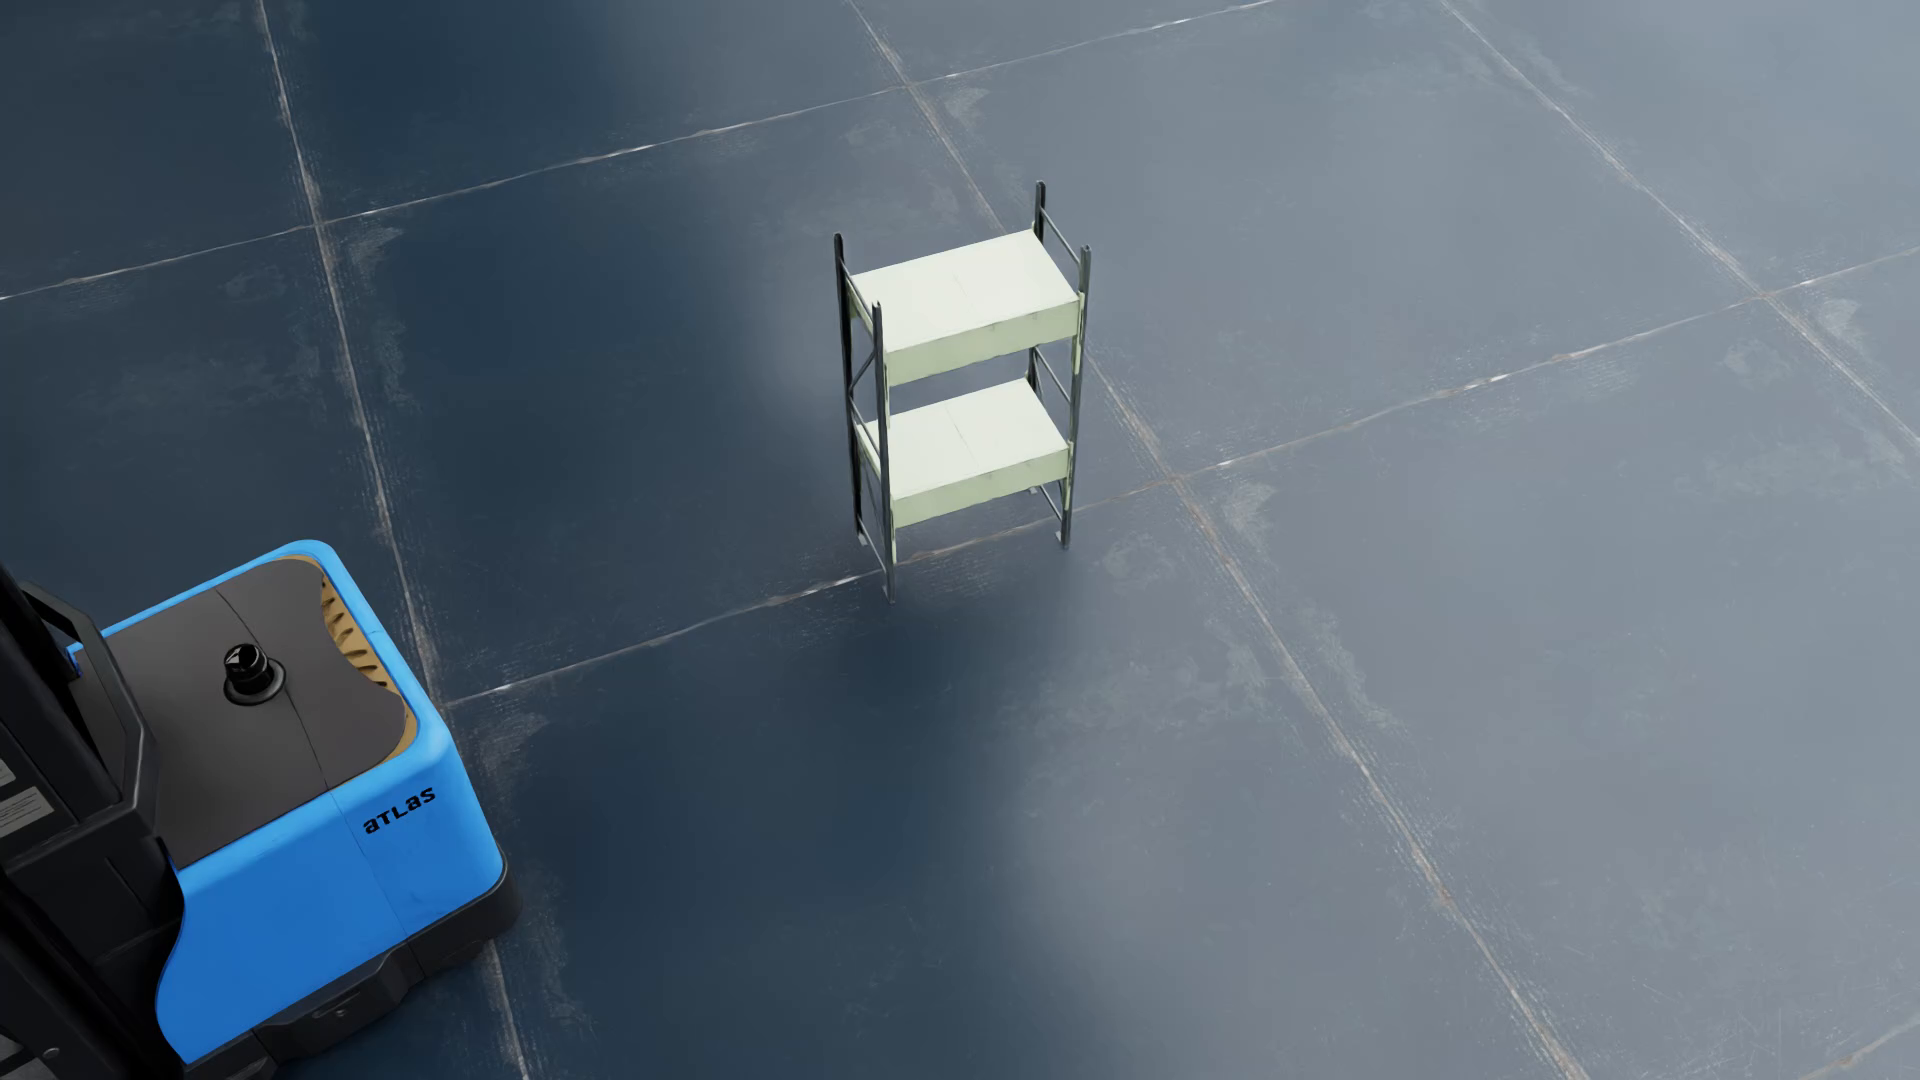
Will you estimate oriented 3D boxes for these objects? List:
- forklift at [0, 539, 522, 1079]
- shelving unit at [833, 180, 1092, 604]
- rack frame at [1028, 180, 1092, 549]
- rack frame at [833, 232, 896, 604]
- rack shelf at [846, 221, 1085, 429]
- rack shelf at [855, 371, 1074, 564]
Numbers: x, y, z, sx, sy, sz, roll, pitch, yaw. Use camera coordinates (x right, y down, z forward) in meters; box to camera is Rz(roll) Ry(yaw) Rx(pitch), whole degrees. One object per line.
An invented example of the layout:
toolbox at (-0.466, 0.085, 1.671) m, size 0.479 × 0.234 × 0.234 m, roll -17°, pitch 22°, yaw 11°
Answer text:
forklift at (-2.927, 0.674, 4.080) m, size 3.031 × 2.935 × 1.130 m, roll -29°, pitch 55°, yaw -23°
shelving unit at (0.006, -0.491, 6.023) m, size 0.755 × 1.500 × 0.431 m, roll -17°, pitch 52°, yaw -14°
rack frame at (0.345, -0.596, 6.114) m, size 0.023 × 1.500 × 0.400 m, roll -17°, pitch 52°, yaw -14°
rack frame at (-0.333, -0.386, 5.933) m, size 0.023 × 1.500 × 0.400 m, roll -17°, pitch 52°, yaw -14°
rack shelf at (0.006, -0.745, 5.727) m, size 0.720 × 0.370 × 0.431 m, roll -17°, pitch 52°, yaw -14°
rack shelf at (0.006, -0.278, 6.271) m, size 0.720 × 0.370 × 0.431 m, roll -17°, pitch 52°, yaw -14°
